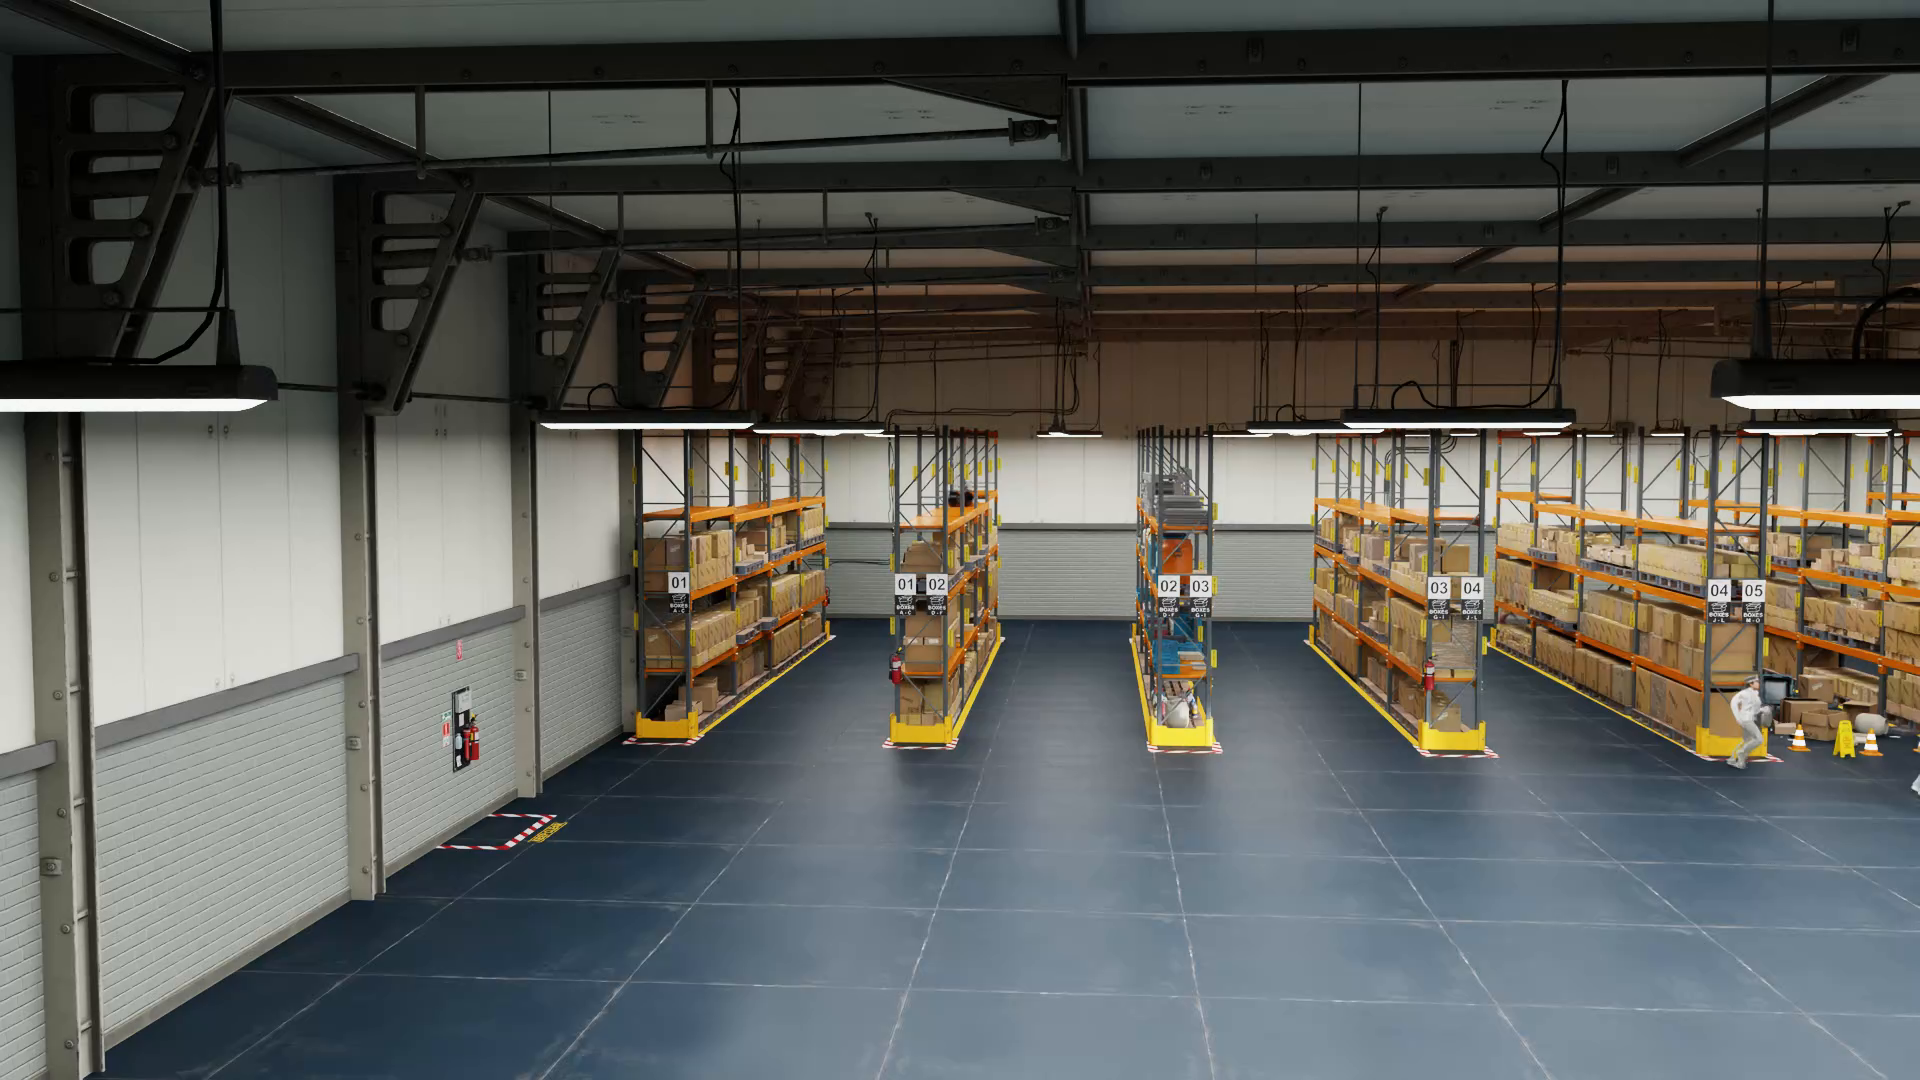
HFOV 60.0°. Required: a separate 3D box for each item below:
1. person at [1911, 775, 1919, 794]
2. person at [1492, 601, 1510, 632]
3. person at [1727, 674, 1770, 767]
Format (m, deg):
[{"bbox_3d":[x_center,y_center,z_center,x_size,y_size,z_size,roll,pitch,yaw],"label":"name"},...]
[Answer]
[{"bbox_3d":[15.546,3.310,26.335,0.586,1.702,0.837,-3,5,-44],"label":"person"},{"bbox_3d":[15.458,2.078,47.370,0.573,1.597,0.591,1,3,9],"label":"person"},{"bbox_3d":[13.710,3.145,28.895,0.663,1.644,0.602,3,5,42],"label":"person"}]
